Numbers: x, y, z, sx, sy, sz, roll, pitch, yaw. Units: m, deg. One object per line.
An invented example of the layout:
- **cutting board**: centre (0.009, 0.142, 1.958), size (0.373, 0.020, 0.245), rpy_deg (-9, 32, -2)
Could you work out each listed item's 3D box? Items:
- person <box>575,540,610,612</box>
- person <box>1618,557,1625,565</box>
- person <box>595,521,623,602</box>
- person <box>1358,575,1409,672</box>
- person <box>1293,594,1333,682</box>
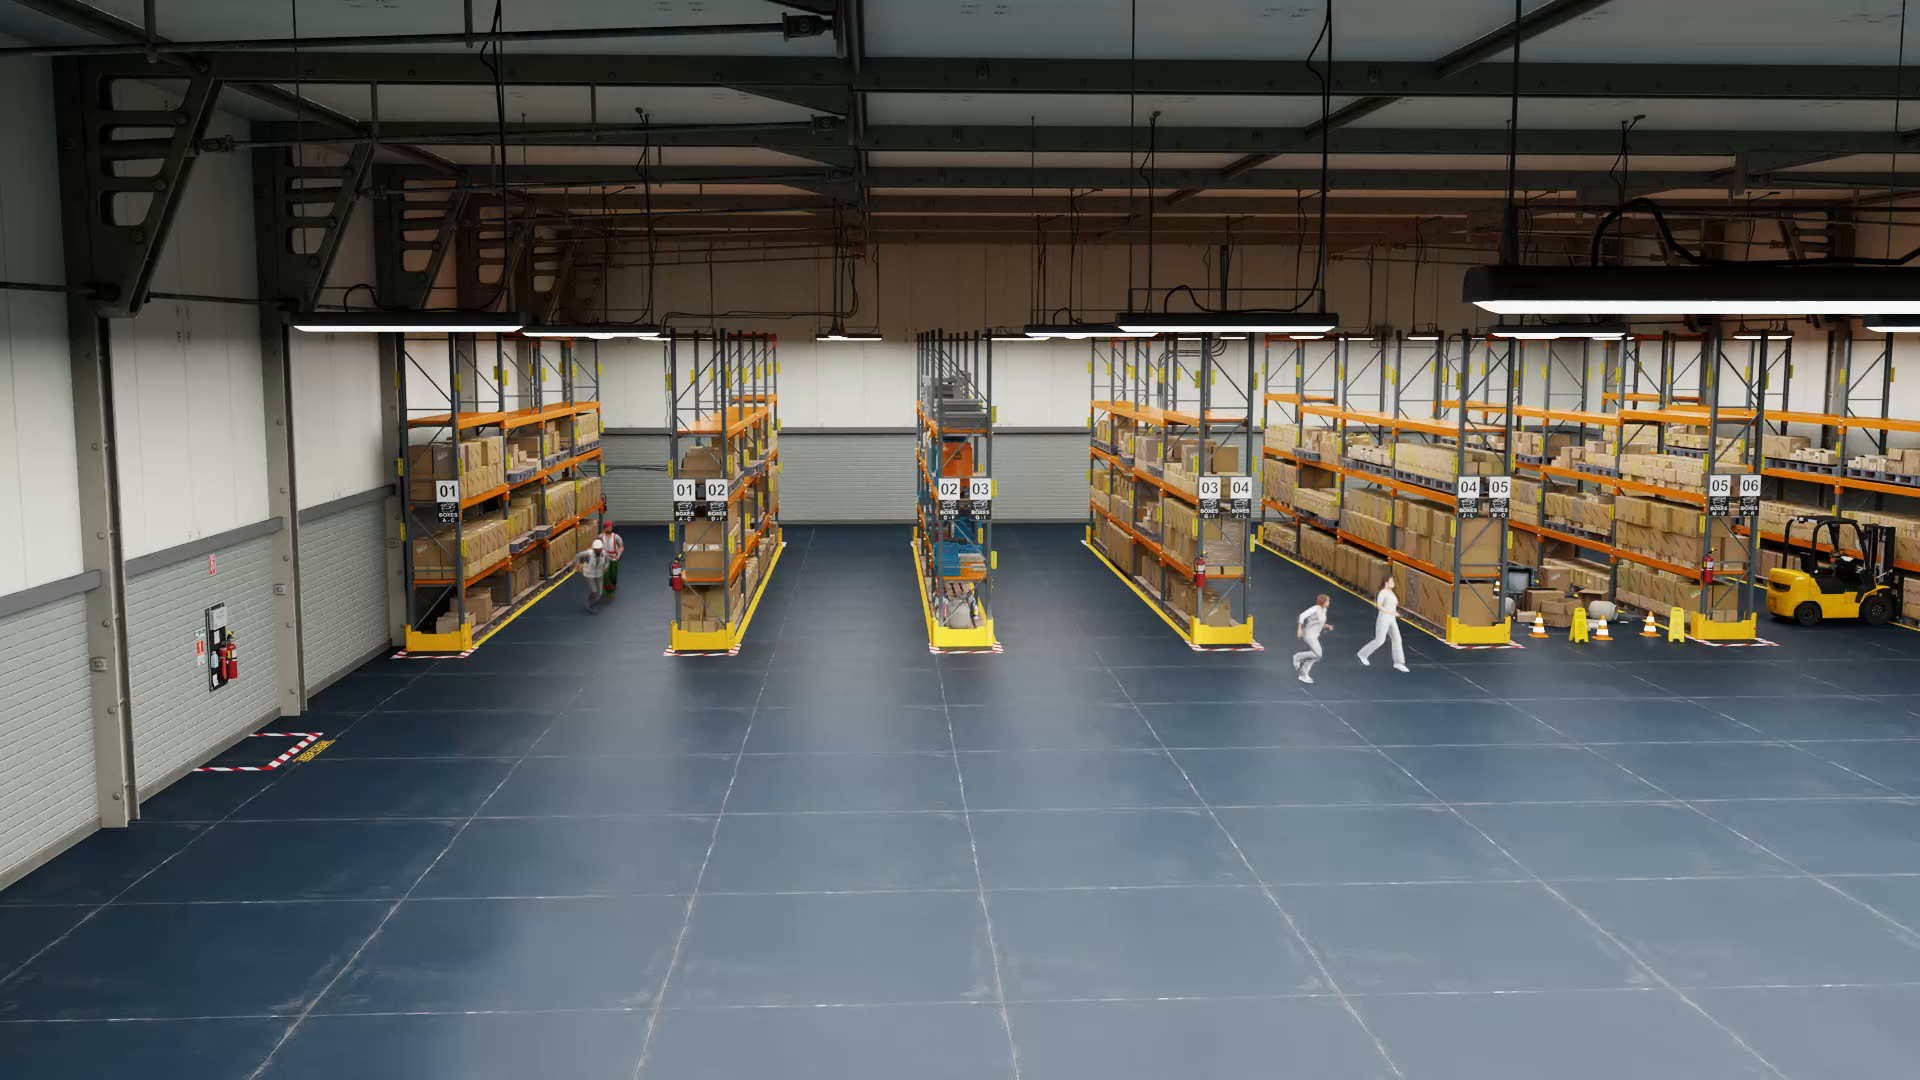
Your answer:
- **person**: centre (-7.794, 0.771, 35.327), size (0.684, 1.599, 0.864), rpy_deg (-4, 8, -31)
- **person**: centre (16.250, 0.072, 40.411), size (0.671, 1.783, 0.884), rpy_deg (0, 7, -2)
- **person**: centre (-7.893, 0.457, 37.370), size (0.656, 1.774, 0.845), rpy_deg (-1, 7, -8)
- **person**: centre (7.511, 1.440, 29.268), size (0.975, 1.666, 0.607), rpy_deg (6, 9, 41)
- **person**: centre (6.000, 1.672, 28.230), size (0.666, 1.510, 0.527), rpy_deg (4, 8, 31)
